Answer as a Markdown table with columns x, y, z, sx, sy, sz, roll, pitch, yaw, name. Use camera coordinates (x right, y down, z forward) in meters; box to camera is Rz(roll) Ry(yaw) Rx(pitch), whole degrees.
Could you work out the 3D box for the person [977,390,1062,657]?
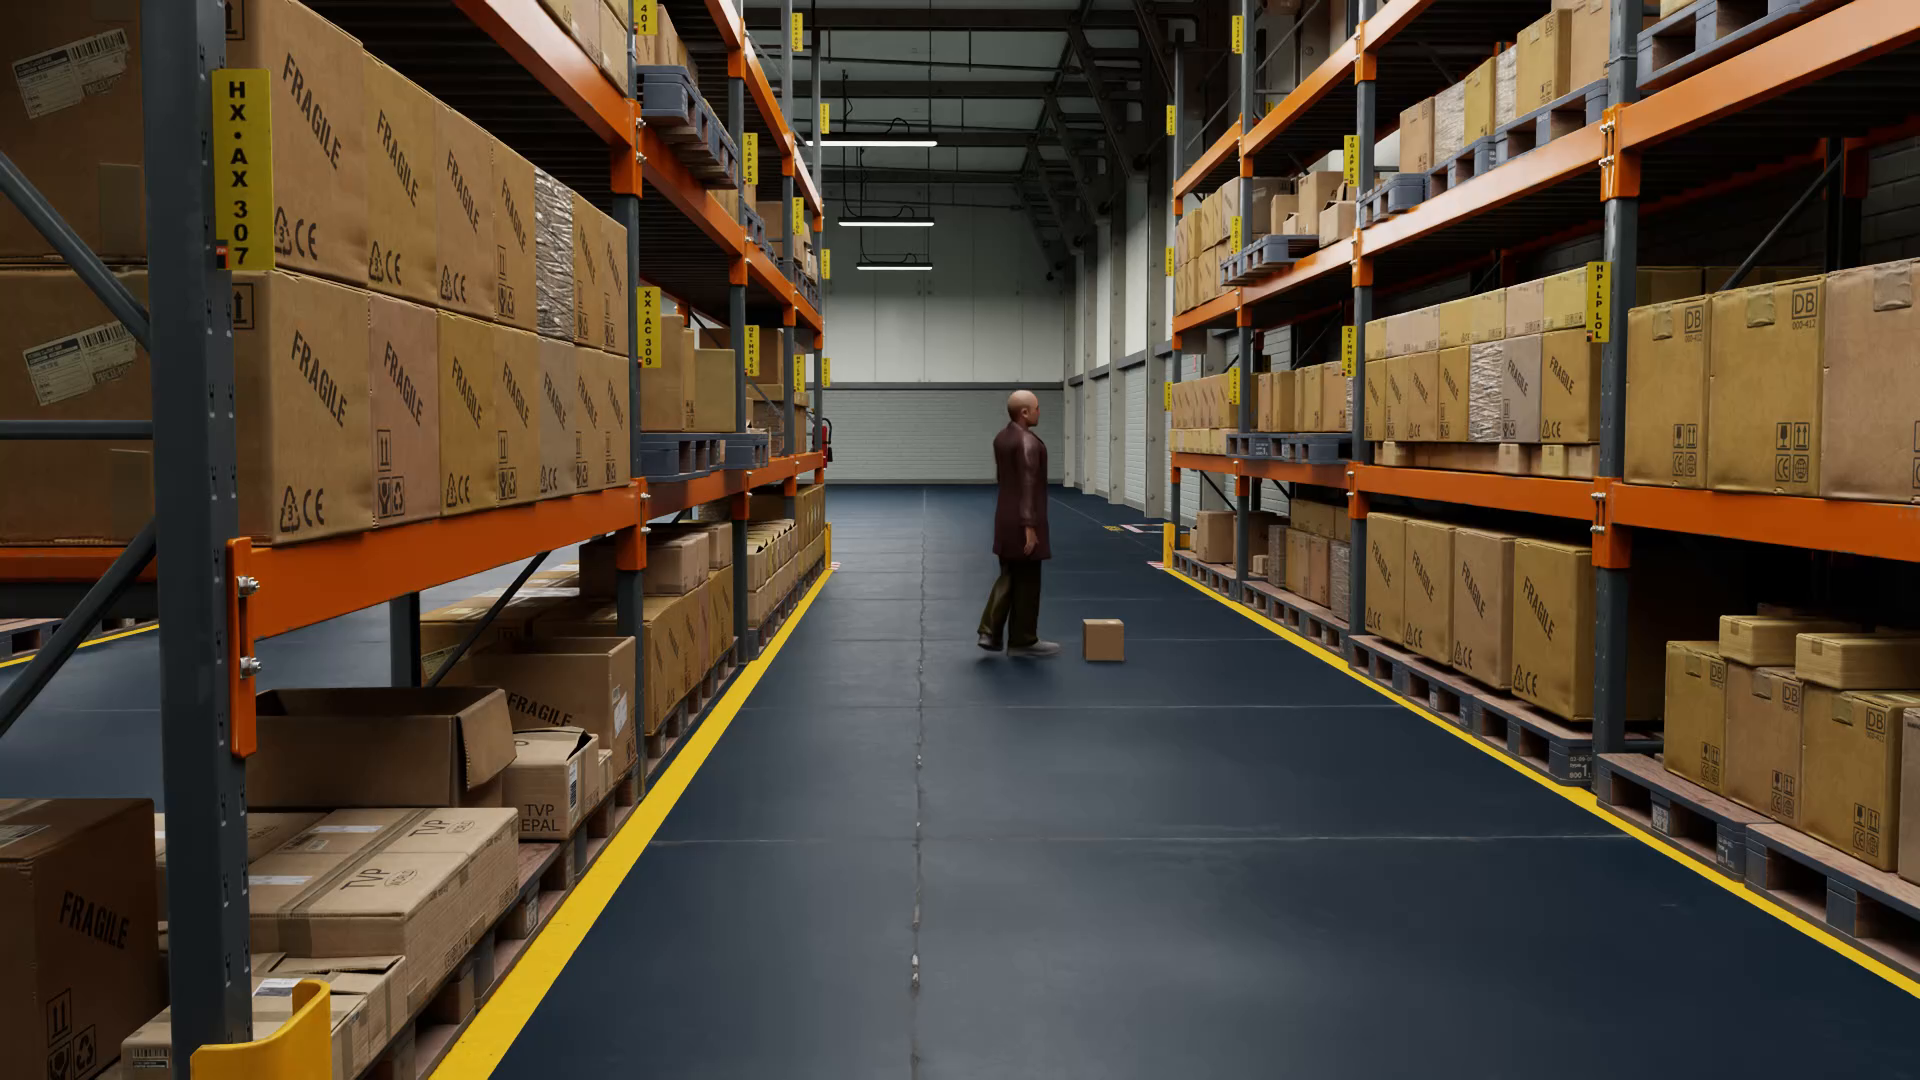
| x | y | z | sx | sy | sz | roll | pitch | yaw | name |
| --- | --- | --- | --- | --- | --- | --- | --- | --- | --- |
| 0.401 | -0.104 | 11.067 | 0.579 | 1.778 | 0.685 | -2 | 4 | -23 | person |
